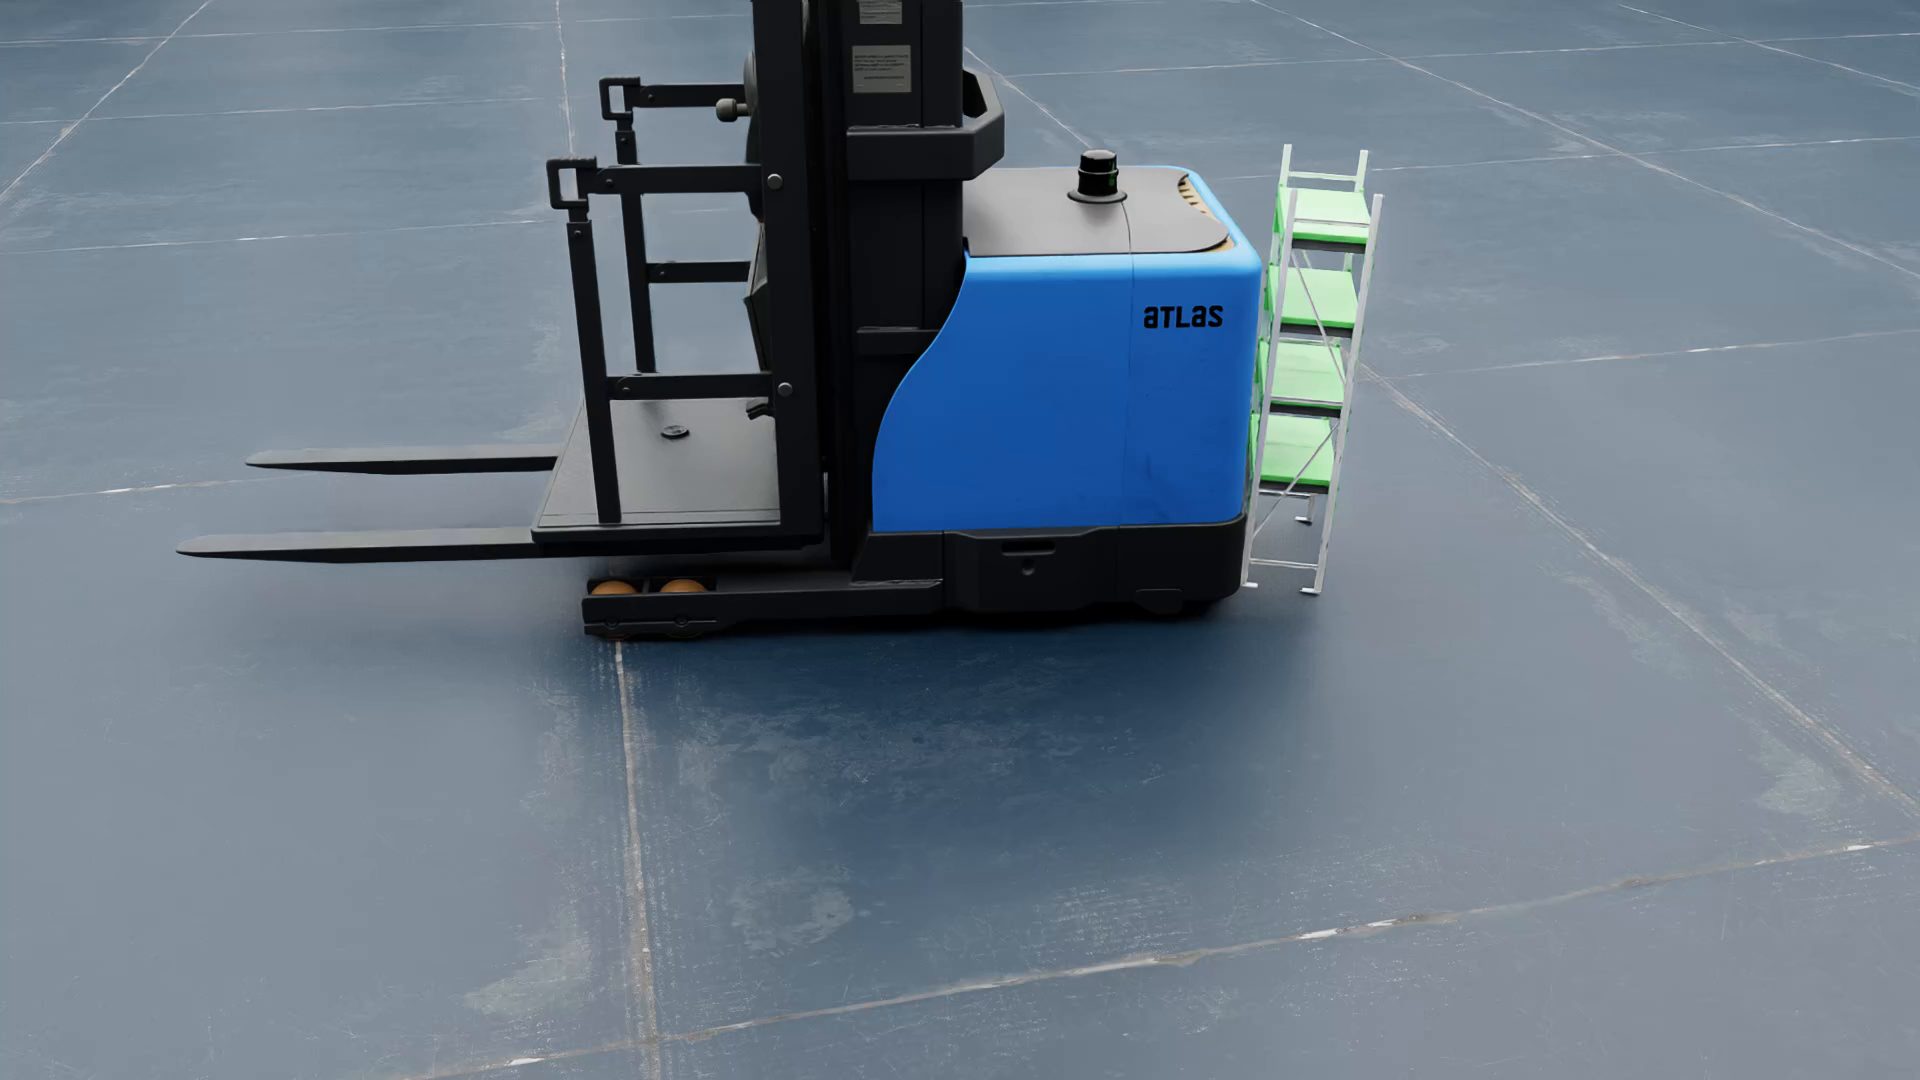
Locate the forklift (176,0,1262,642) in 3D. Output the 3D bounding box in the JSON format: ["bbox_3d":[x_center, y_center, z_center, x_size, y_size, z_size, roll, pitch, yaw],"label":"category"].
[{"bbox_3d":[-0.724,-1.269,4.511,3.031,2.935,1.130,-2,27,-3],"label":"forklift"}]

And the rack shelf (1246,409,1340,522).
[{"bbox_3d":[0.997,-0.227,5.030,0.258,0.148,0.480,6,27,6],"label":"rack shelf"}]

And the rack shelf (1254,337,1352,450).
[{"bbox_3d":[1.006,-0.440,4.921,0.258,0.148,0.480,6,27,6],"label":"rack shelf"}]

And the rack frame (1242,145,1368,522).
[{"bbox_3d":[1.042,-0.606,5.108,0.240,1.200,0.015,6,27,6],"label":"rack frame"}]

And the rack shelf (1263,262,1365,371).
[{"bbox_3d":[1.015,-0.654,4.812,0.258,0.148,0.480,6,27,6],"label":"rack shelf"}]

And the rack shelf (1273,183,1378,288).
[{"bbox_3d":[1.024,-0.867,4.703,0.258,0.148,0.480,6,27,6],"label":"rack shelf"}]

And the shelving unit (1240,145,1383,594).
[{"bbox_3d":[1.008,-0.497,4.892,0.258,1.200,0.503,6,27,6],"label":"shelving unit"}]

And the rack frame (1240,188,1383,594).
[{"bbox_3d":[0.974,-0.388,4.676,0.240,1.200,0.015,6,27,6],"label":"rack frame"}]
